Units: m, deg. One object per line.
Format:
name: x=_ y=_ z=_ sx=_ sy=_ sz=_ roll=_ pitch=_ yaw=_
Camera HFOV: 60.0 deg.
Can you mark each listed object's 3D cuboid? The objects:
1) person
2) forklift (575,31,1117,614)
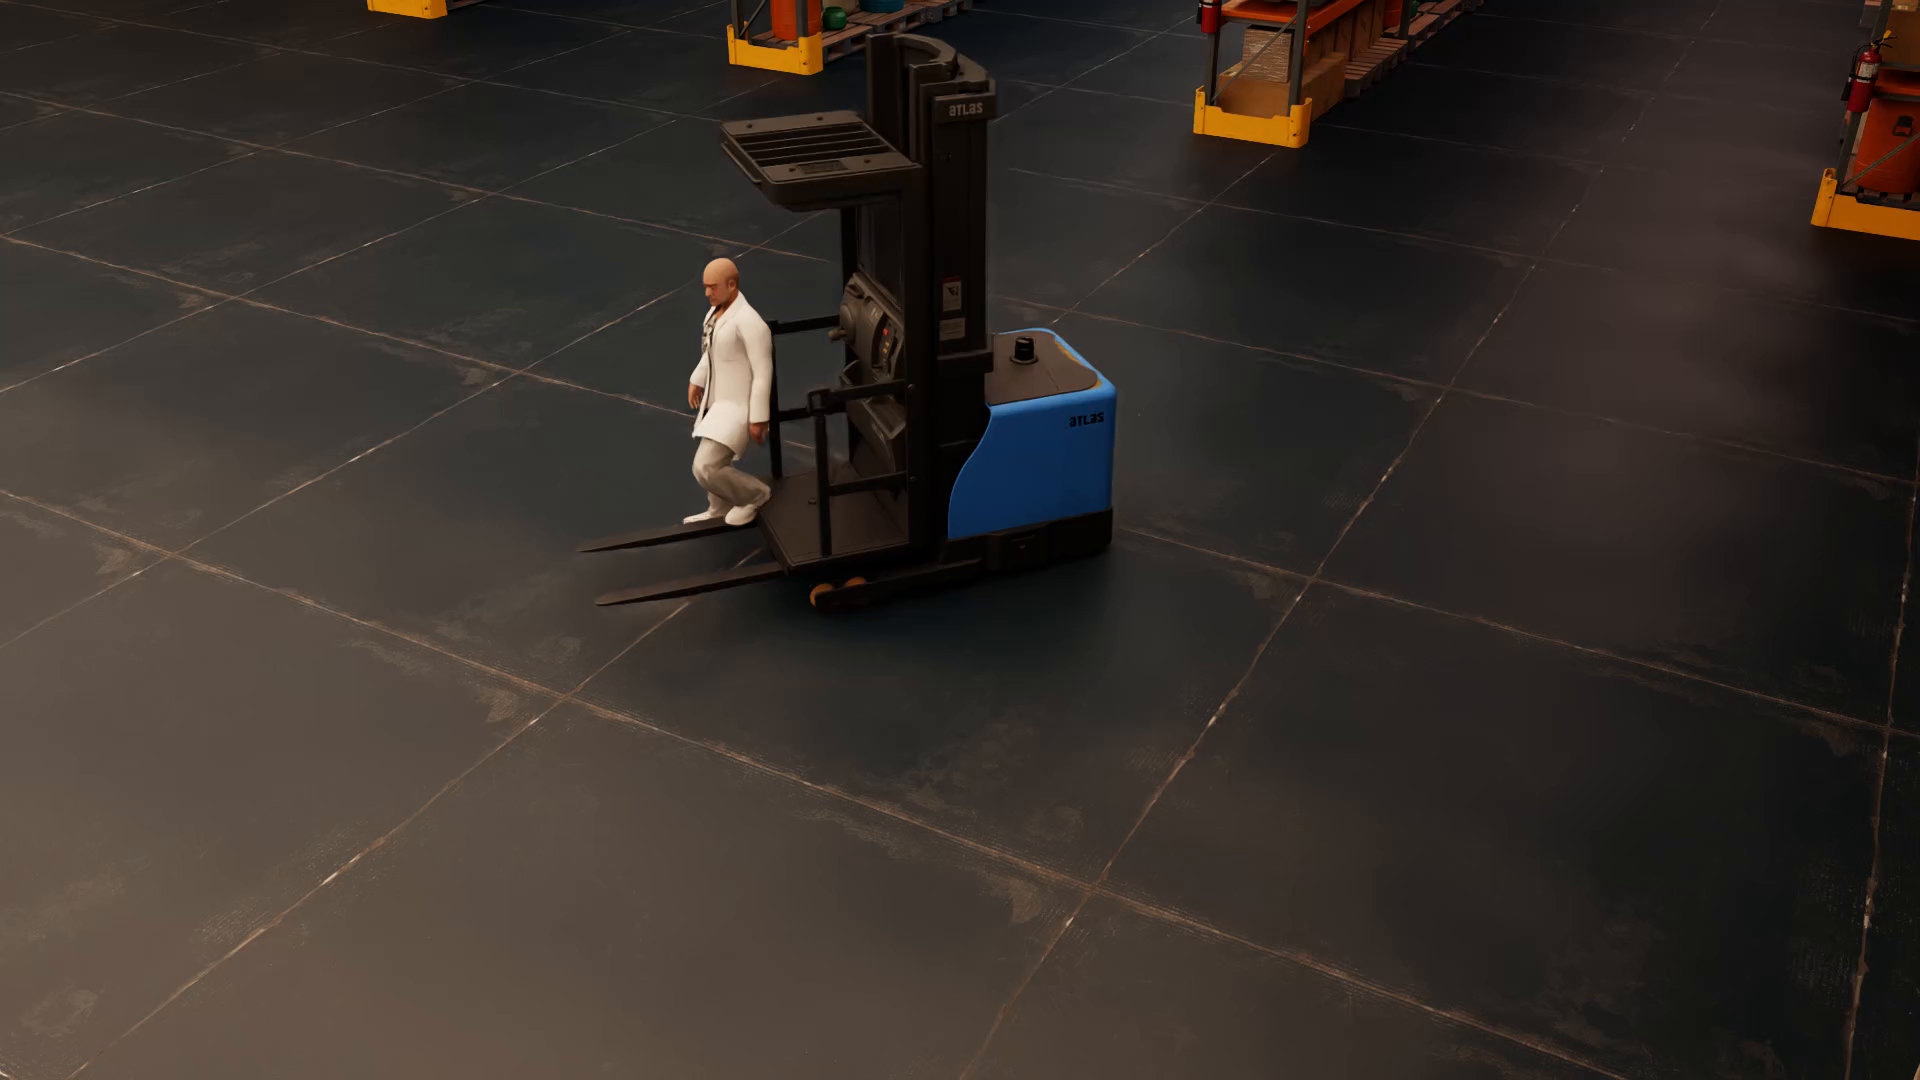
person: x=-1.390 y=-0.744 z=9.523 sx=0.534 sy=1.771 sz=0.791 roll=-16 pitch=34 yaw=-25
forklift: x=-0.668 y=-1.156 z=9.074 sx=3.031 sy=2.935 sz=1.130 roll=-11 pitch=32 yaw=-18
